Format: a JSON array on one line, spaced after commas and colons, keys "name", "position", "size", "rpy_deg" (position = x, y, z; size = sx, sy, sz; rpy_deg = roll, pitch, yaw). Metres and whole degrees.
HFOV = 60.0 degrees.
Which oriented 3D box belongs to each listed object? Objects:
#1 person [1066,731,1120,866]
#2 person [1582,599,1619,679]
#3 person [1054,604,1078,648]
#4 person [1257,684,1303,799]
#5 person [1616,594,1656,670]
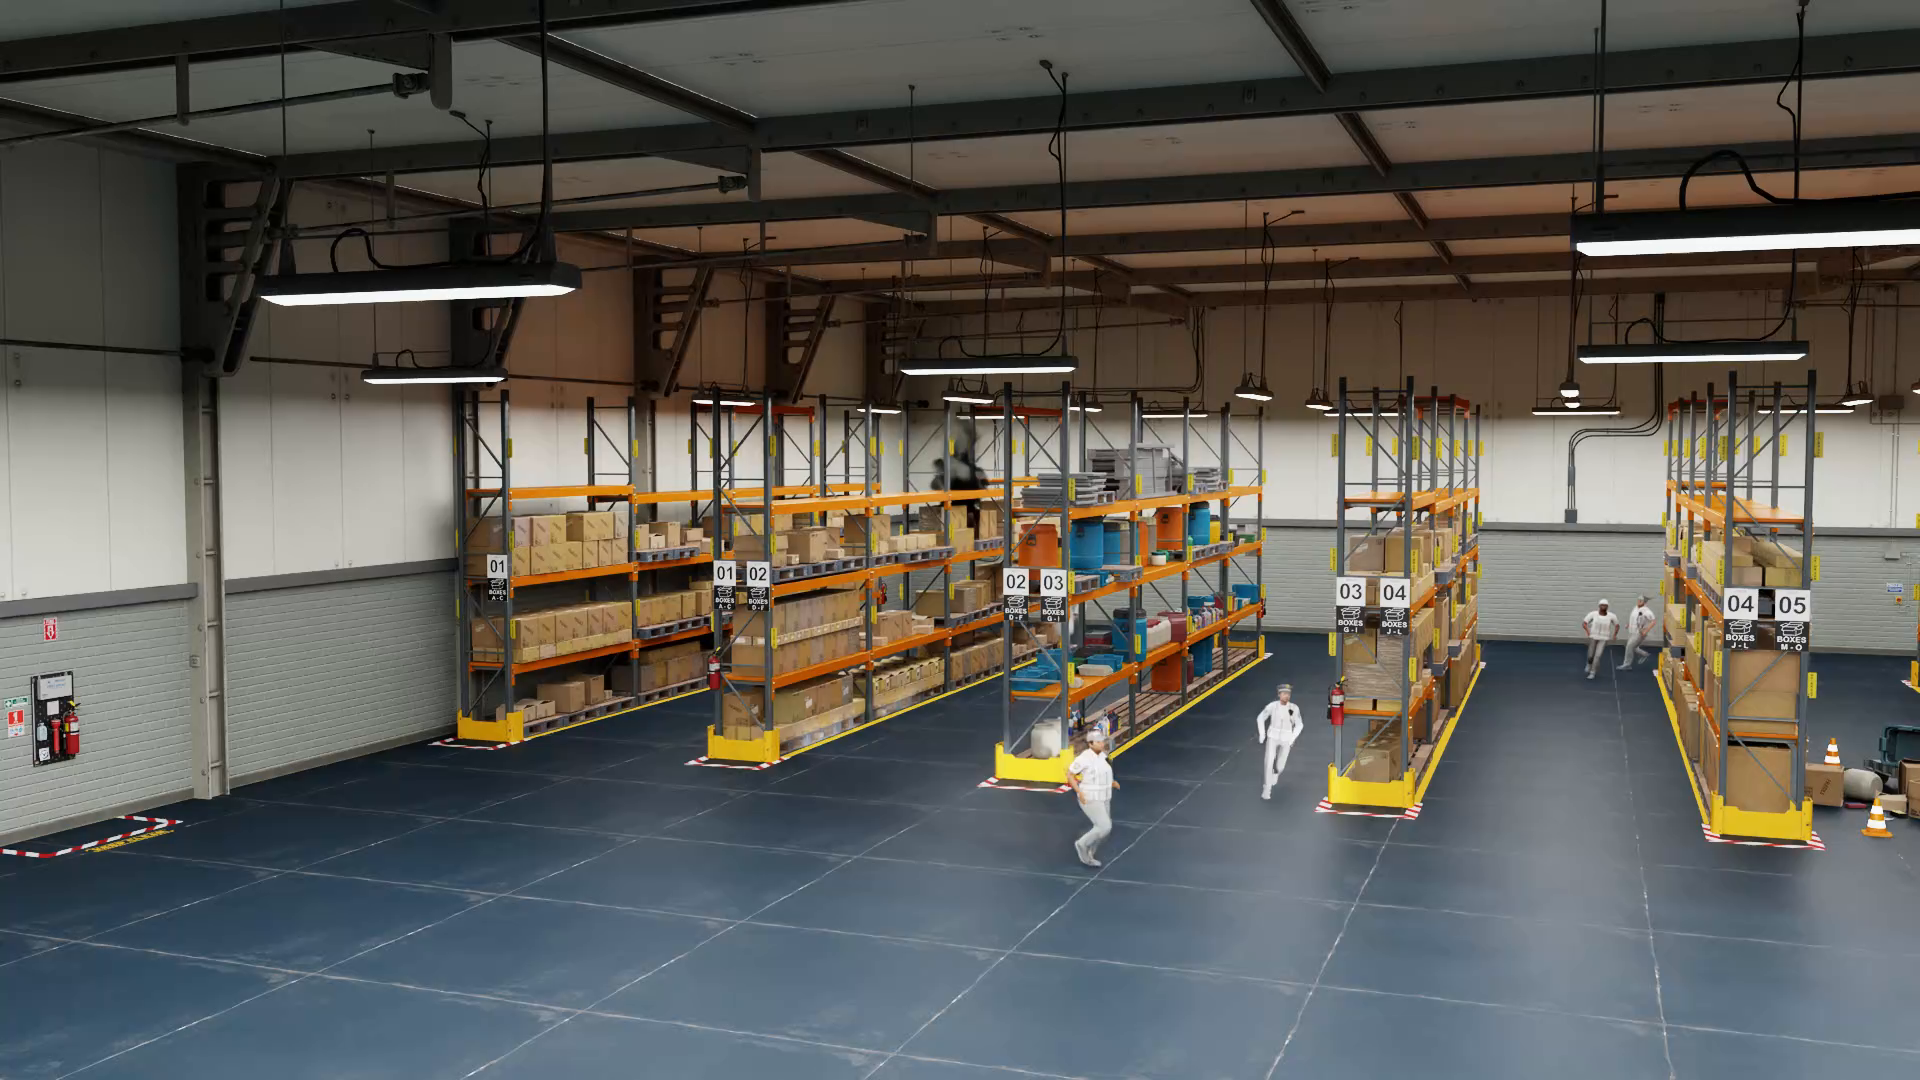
[{"name": "person", "position": [1.646, 3.091, 19.799], "size": [0.567, 1.626, 0.593], "rpy_deg": [3, 4, 39]}, {"name": "person", "position": [13.937, 2.149, 36.204], "size": [0.758, 1.733, 0.866], "rpy_deg": [1, 3, 25]}, {"name": "person", "position": [2.233, 1.866, 36.034], "size": [0.669, 1.850, 0.996], "rpy_deg": [1, 3, 19]}, {"name": "person", "position": [4.611, 2.883, 23.982], "size": [0.653, 1.654, 0.601], "rpy_deg": [1, 3, 11]}, {"name": "person", "position": [15.301, 2.076, 37.460], "size": [0.845, 1.730, 0.719], "rpy_deg": [-1, 3, -13]}]
